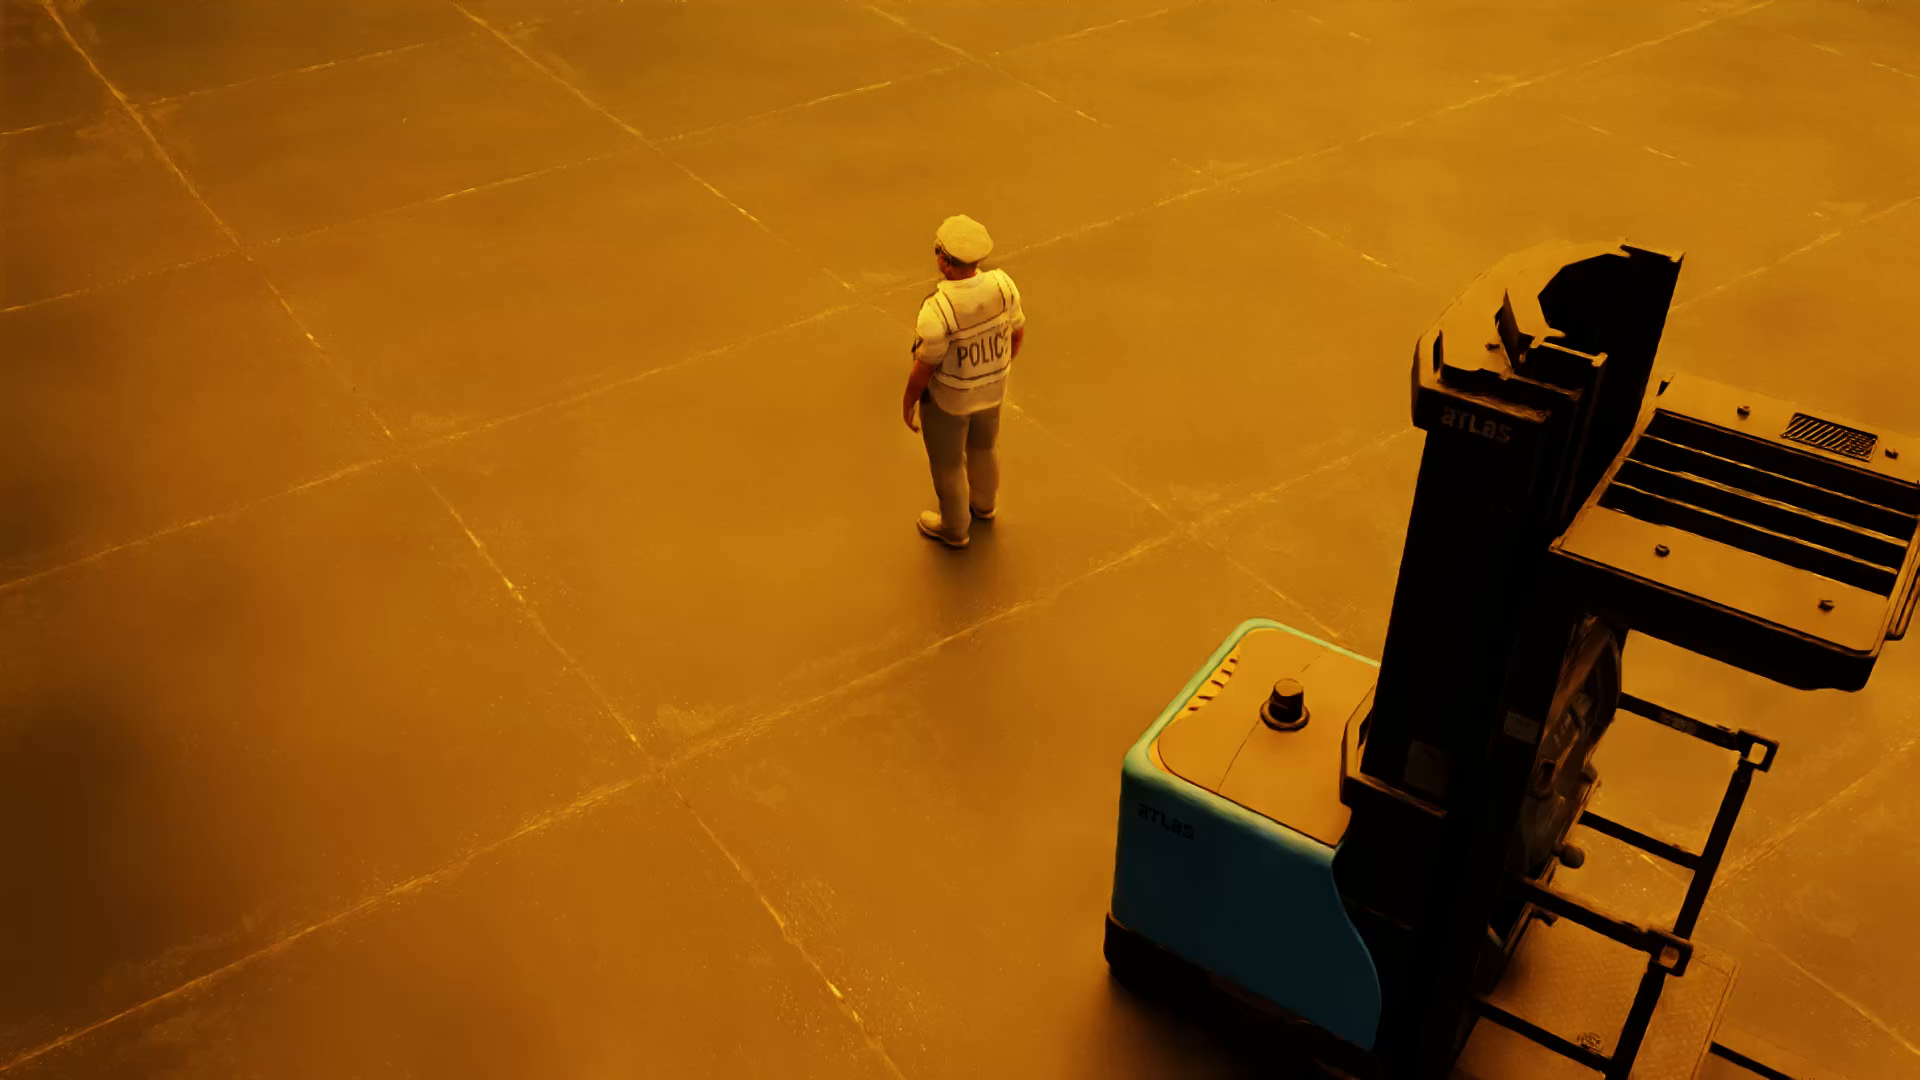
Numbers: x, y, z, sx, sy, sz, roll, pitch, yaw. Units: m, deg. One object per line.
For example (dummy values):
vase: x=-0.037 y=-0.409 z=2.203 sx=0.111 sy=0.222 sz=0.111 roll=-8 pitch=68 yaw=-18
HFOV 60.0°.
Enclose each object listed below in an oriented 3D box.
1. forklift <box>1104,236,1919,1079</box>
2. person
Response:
forklift: x=2.040 y=0.687 z=5.015 sx=3.031 sy=2.935 sz=1.130 roll=22 pitch=42 yaw=27
person: x=-0.036 y=-0.764 z=7.933 sx=0.640 sy=1.778 sz=0.574 roll=-23 pitch=42 yaw=-28
